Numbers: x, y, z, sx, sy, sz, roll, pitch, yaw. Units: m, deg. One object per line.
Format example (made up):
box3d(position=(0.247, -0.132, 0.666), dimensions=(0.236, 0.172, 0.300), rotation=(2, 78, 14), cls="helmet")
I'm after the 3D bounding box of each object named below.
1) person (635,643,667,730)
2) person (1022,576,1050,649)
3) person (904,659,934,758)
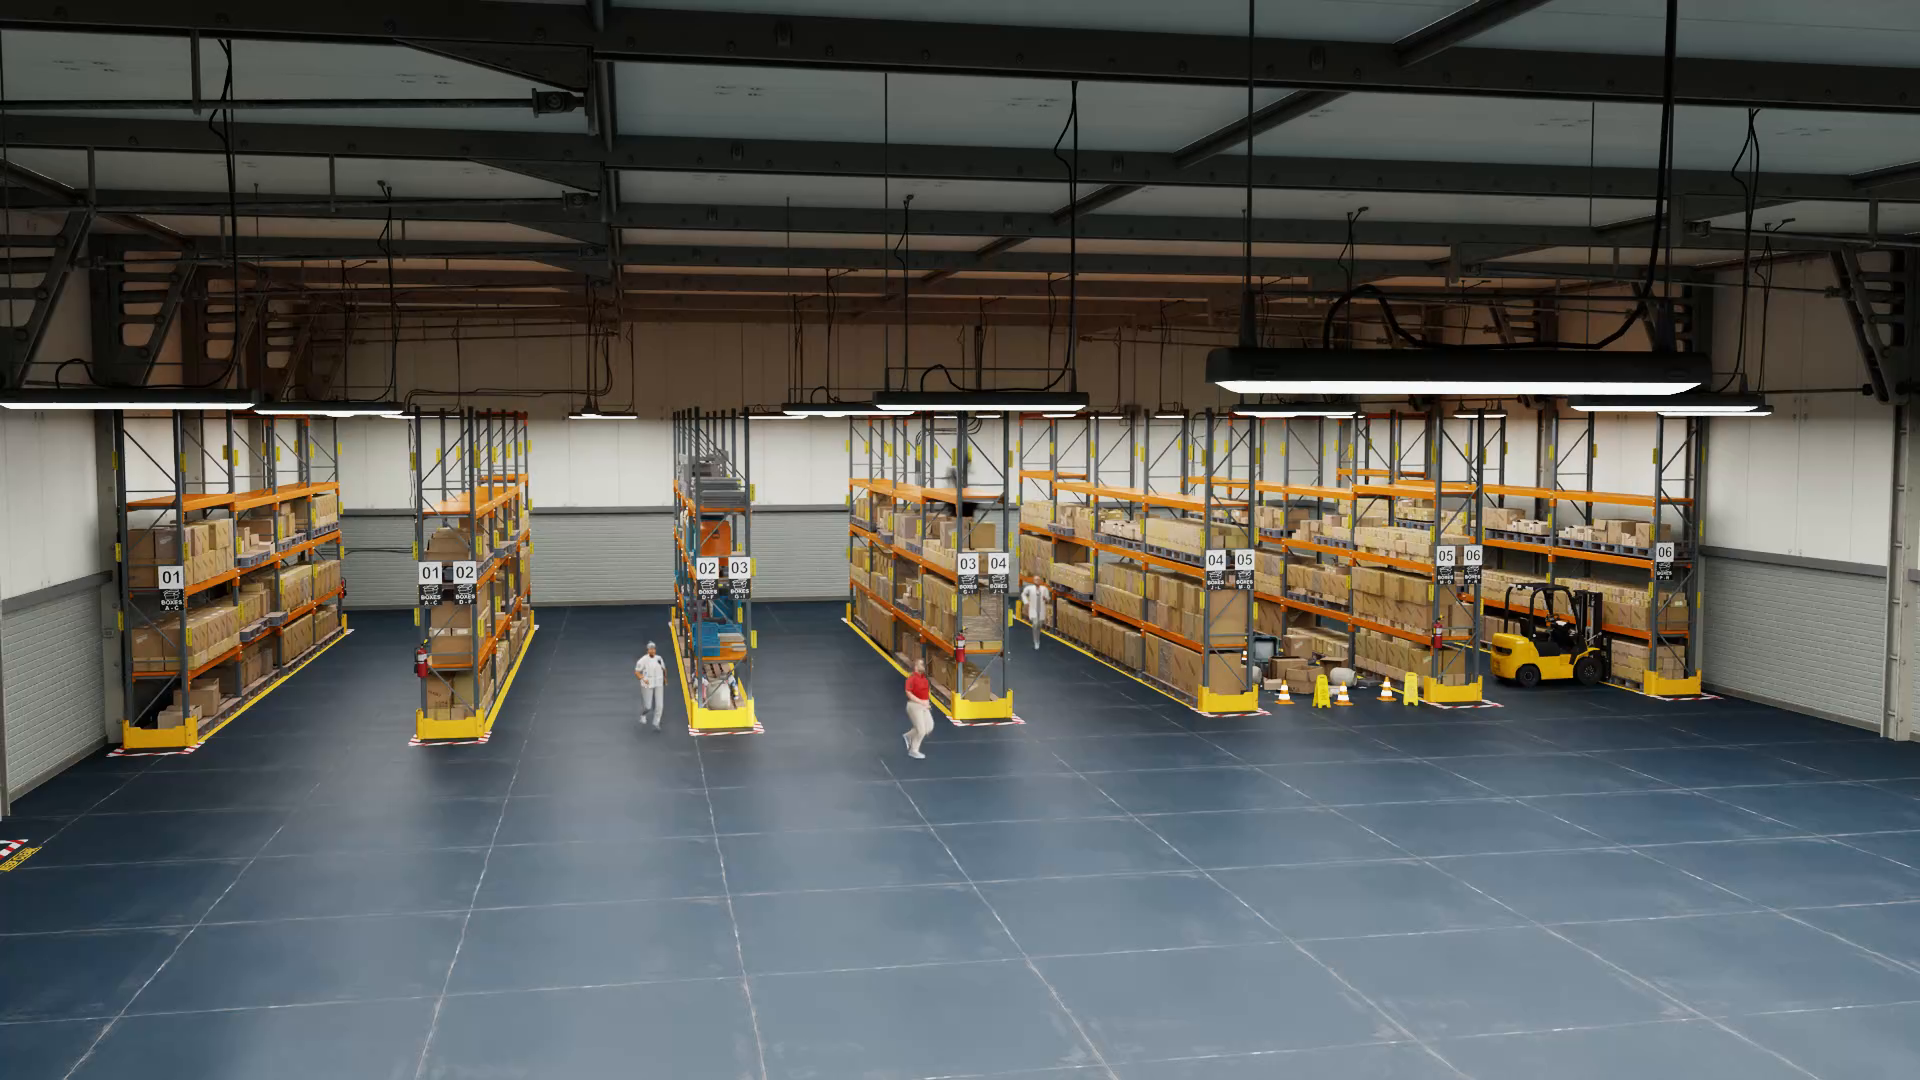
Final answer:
box3d(position=(-5.732, 2.713, 30.959), dimensions=(0.608, 1.617, 0.609), rotation=(-2, 5, -28), cls="person")
box3d(position=(1.961, 1.822, 42.308), dimensions=(0.694, 1.824, 0.835), rotation=(-1, 4, -13), cls="person")
box3d(position=(-0.723, 2.865, 28.436), dimensions=(0.620, 1.686, 0.698), rotation=(2, 4, 24), cls="person")
